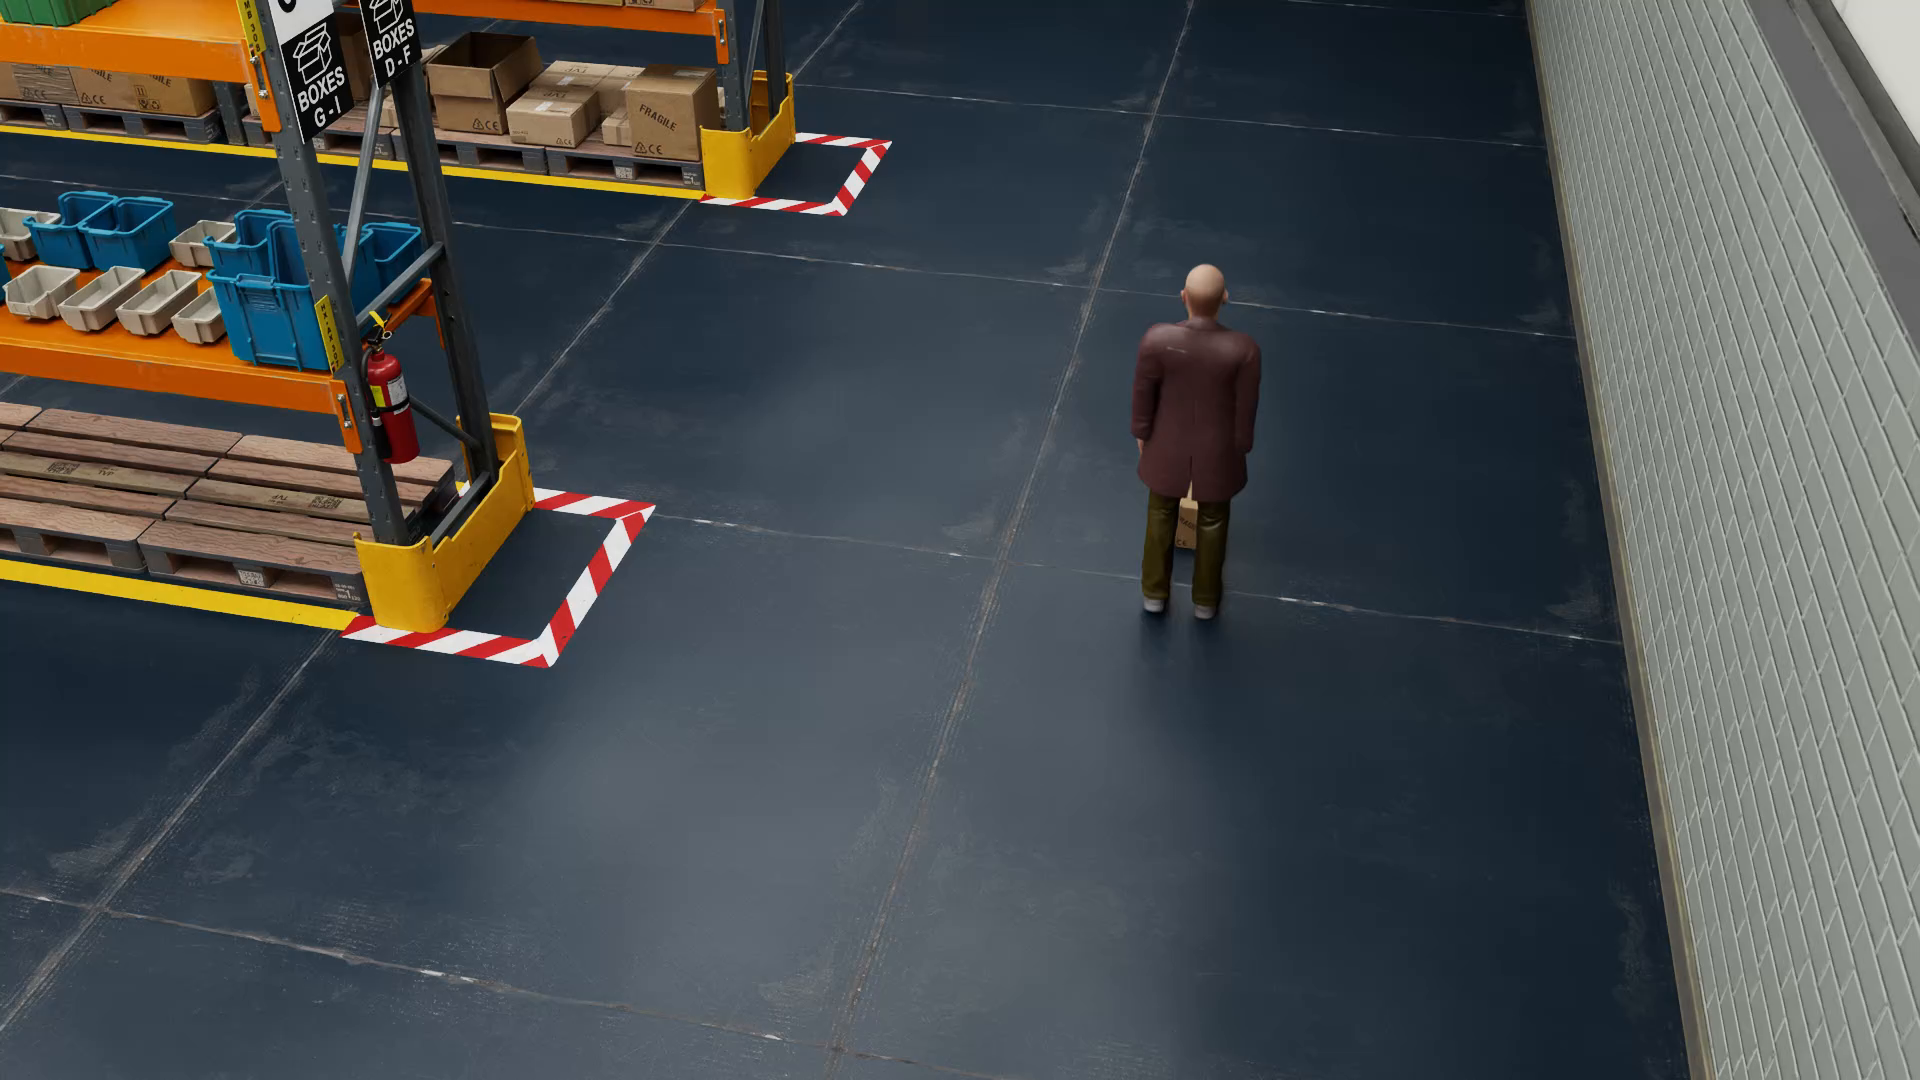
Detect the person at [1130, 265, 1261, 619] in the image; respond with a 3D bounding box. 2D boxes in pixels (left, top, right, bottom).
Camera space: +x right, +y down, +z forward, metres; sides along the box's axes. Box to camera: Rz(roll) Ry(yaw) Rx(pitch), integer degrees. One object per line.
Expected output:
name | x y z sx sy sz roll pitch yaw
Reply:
person | 1.056 -0.447 7.605 0.562 1.779 0.380 8 37 11
